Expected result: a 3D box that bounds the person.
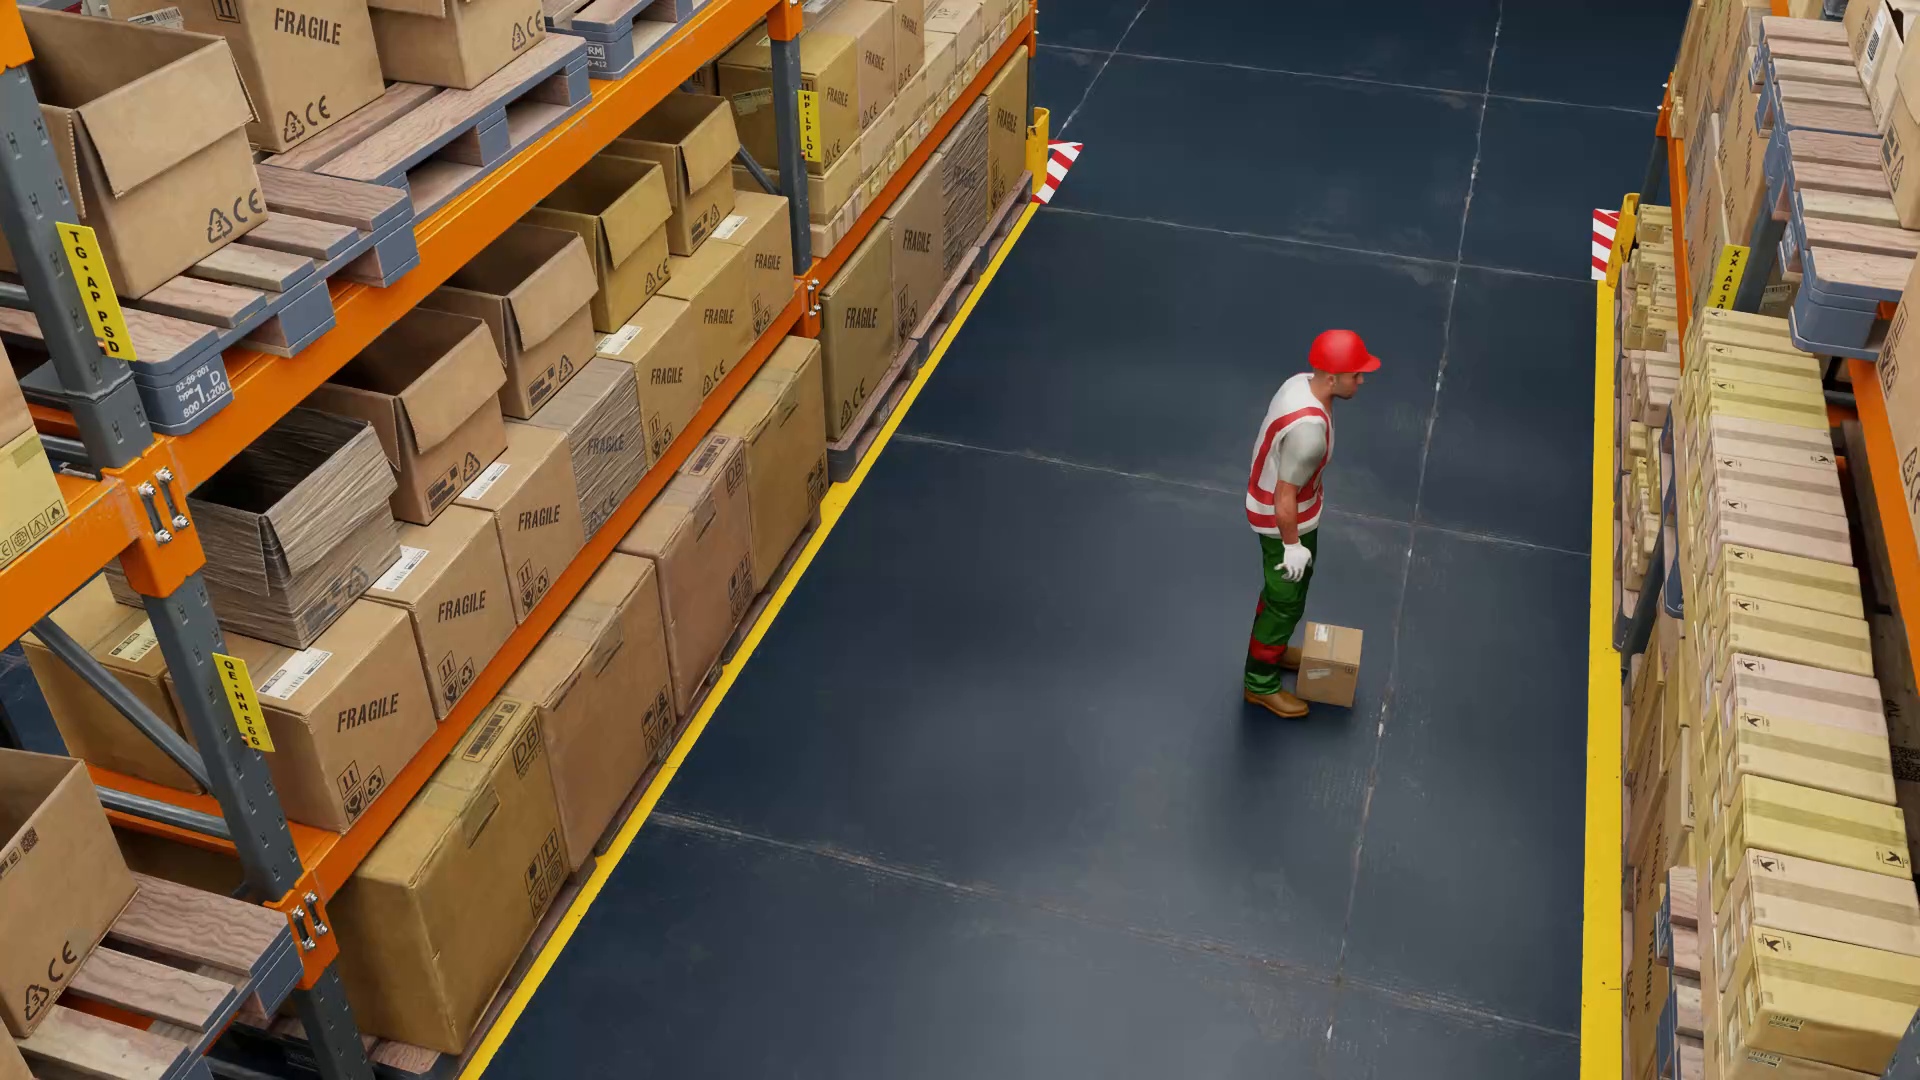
[{"bbox_3d":[1.426,-0.093,7.006,0.454,1.777,0.605,9,38,12],"label":"person"}]
